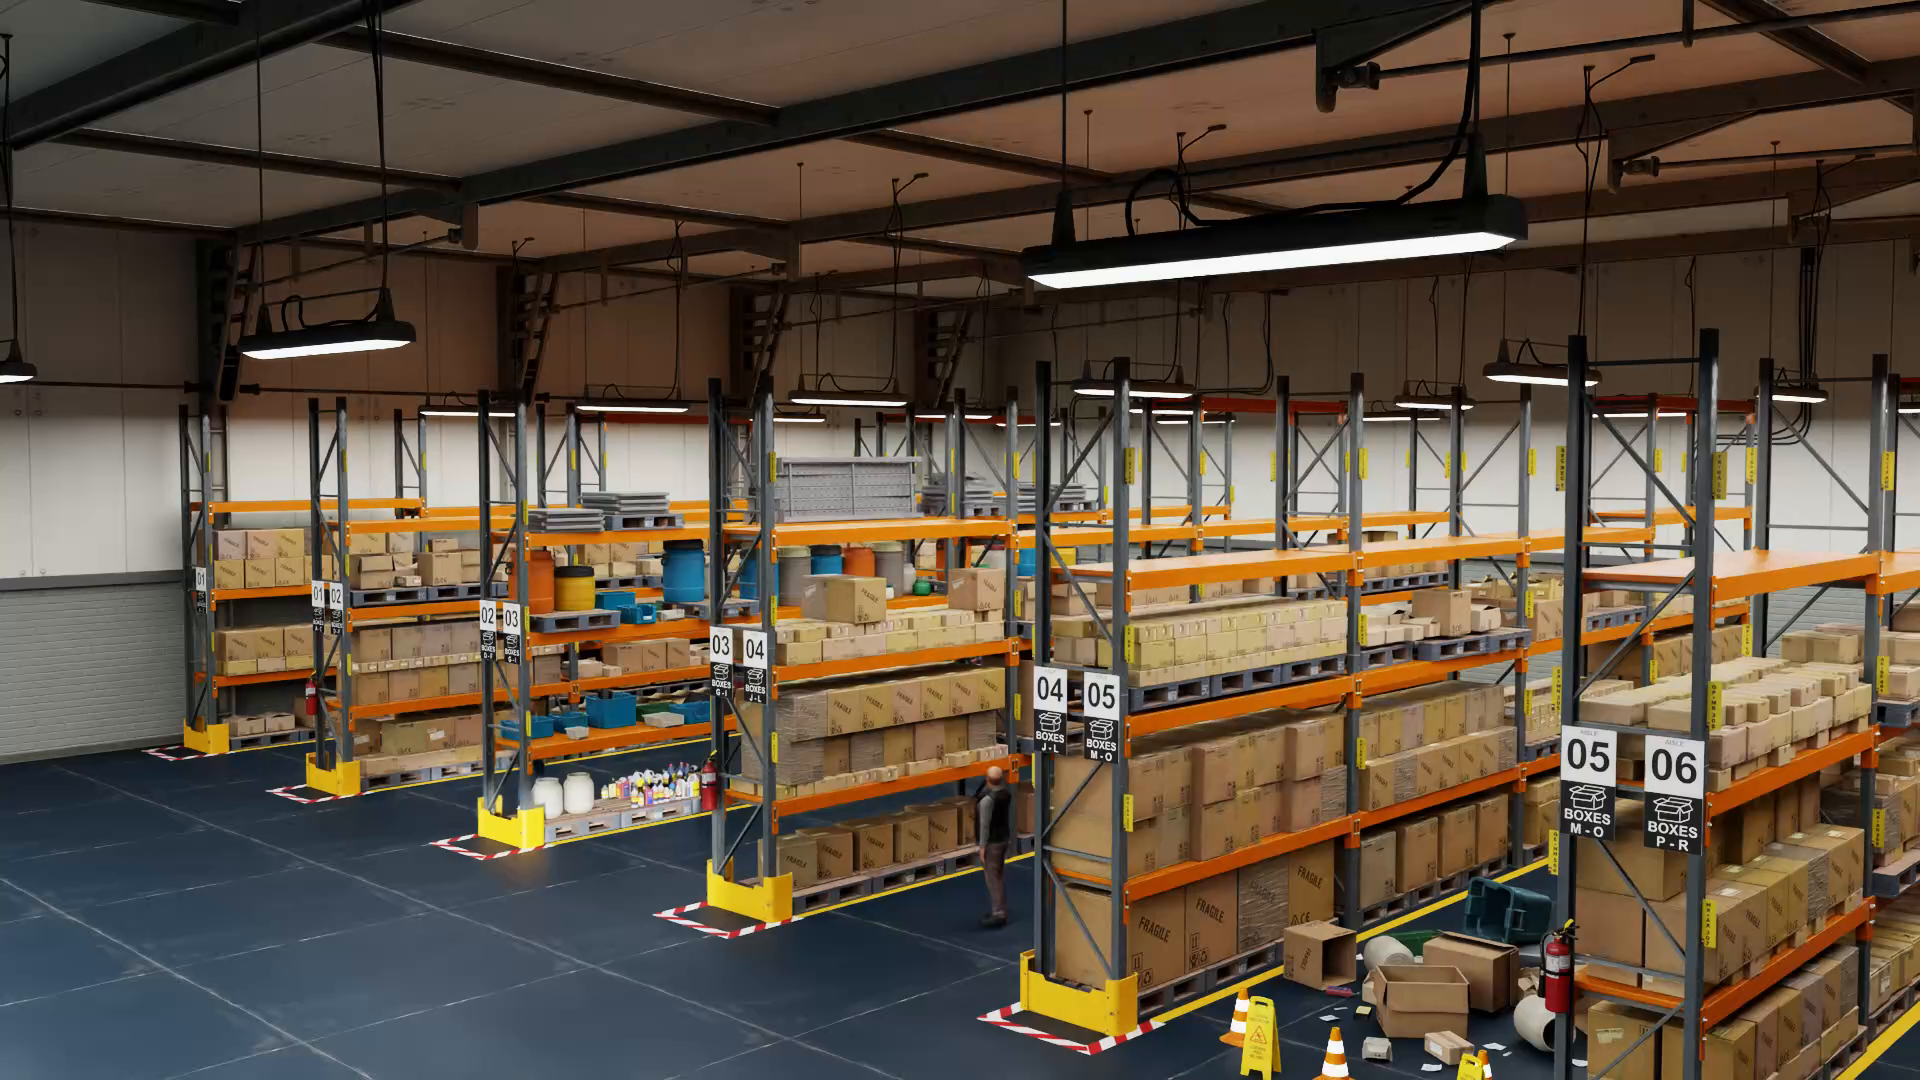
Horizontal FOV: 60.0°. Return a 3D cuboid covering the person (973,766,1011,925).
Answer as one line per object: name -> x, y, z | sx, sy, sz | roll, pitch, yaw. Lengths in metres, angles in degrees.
person -> 0.358, 3.346, 18.221 | 0.388, 1.747, 0.571 | 1, 3, 22

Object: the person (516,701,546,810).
person -> -6.201, 3.143, 24.077 | 0.497, 1.640, 0.703 | 1, 3, 10
